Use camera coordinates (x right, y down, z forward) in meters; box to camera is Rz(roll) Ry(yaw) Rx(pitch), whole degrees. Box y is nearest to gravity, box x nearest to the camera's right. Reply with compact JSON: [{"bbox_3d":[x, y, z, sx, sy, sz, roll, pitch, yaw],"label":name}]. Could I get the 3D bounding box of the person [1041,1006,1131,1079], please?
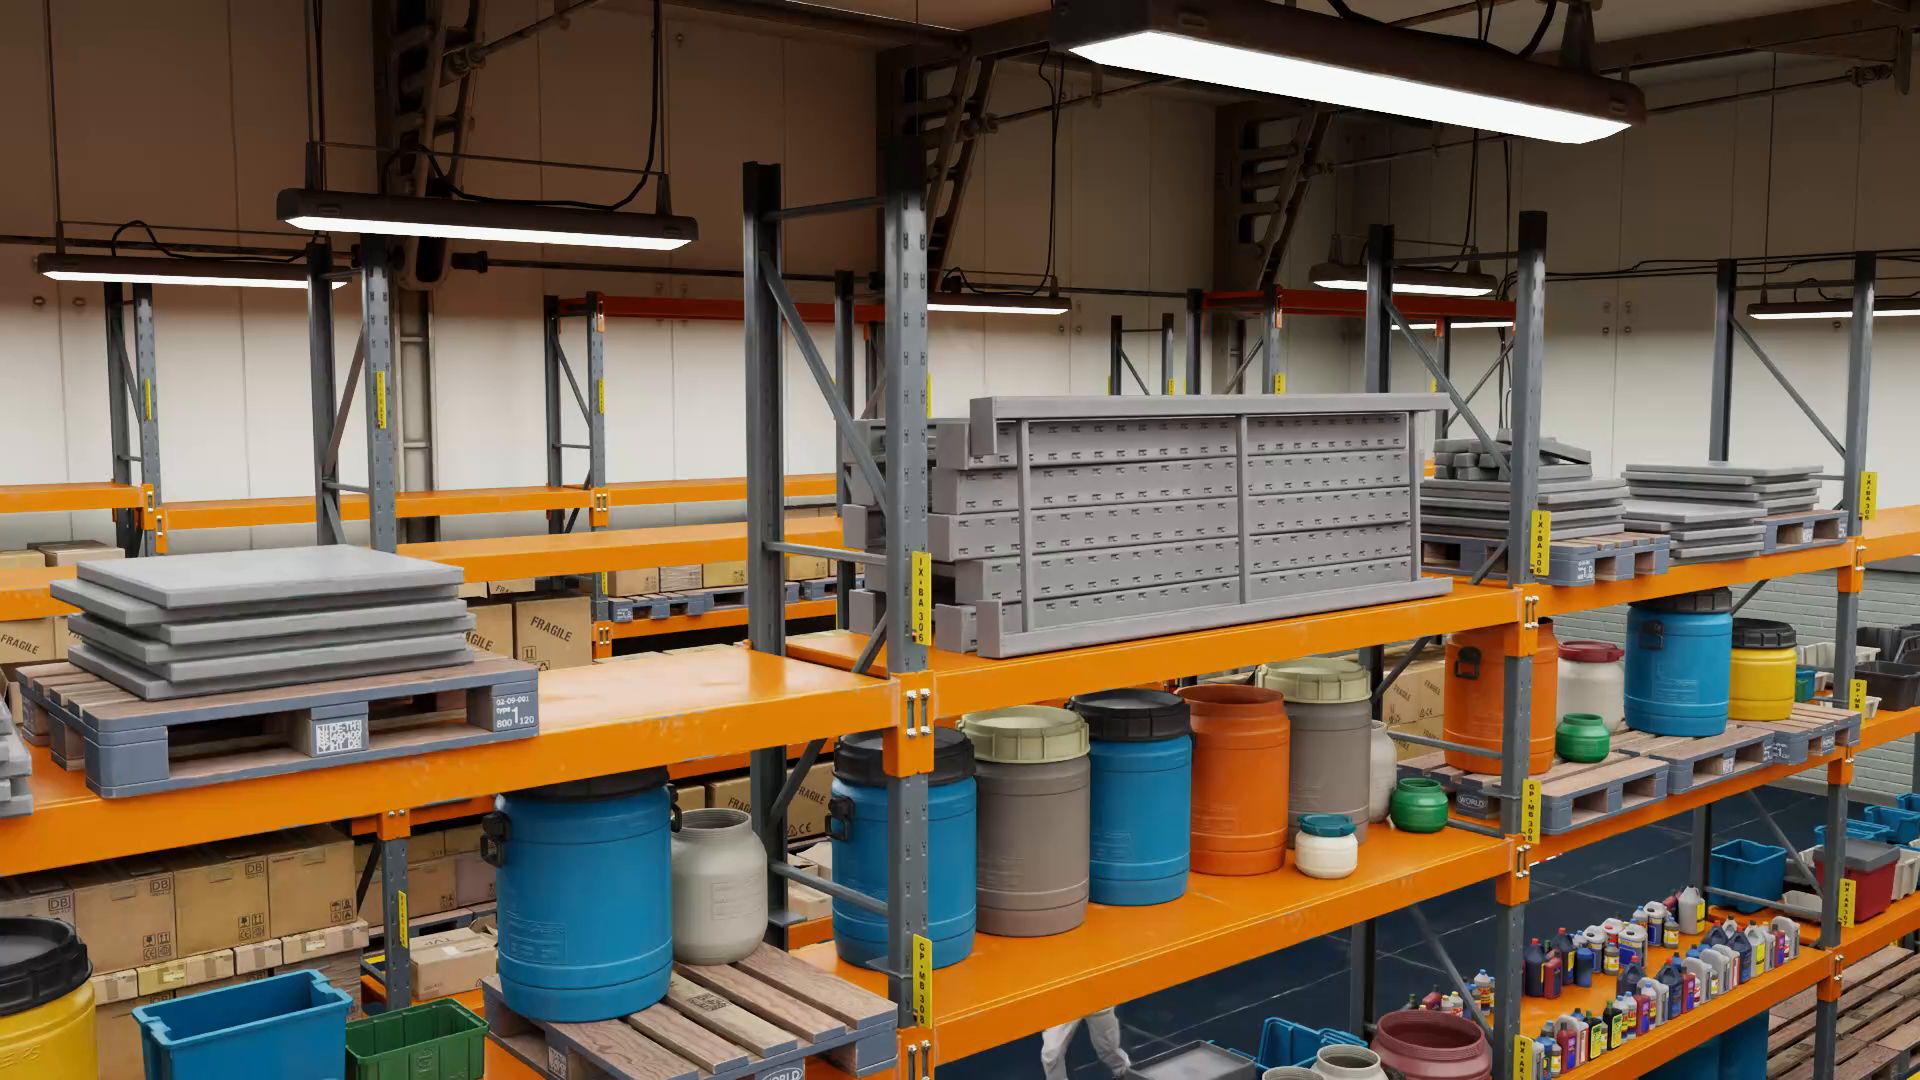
[{"bbox_3d":[0.901,3.205,11.382,0.653,1.794,0.989,4,7,38],"label":"person"}]
